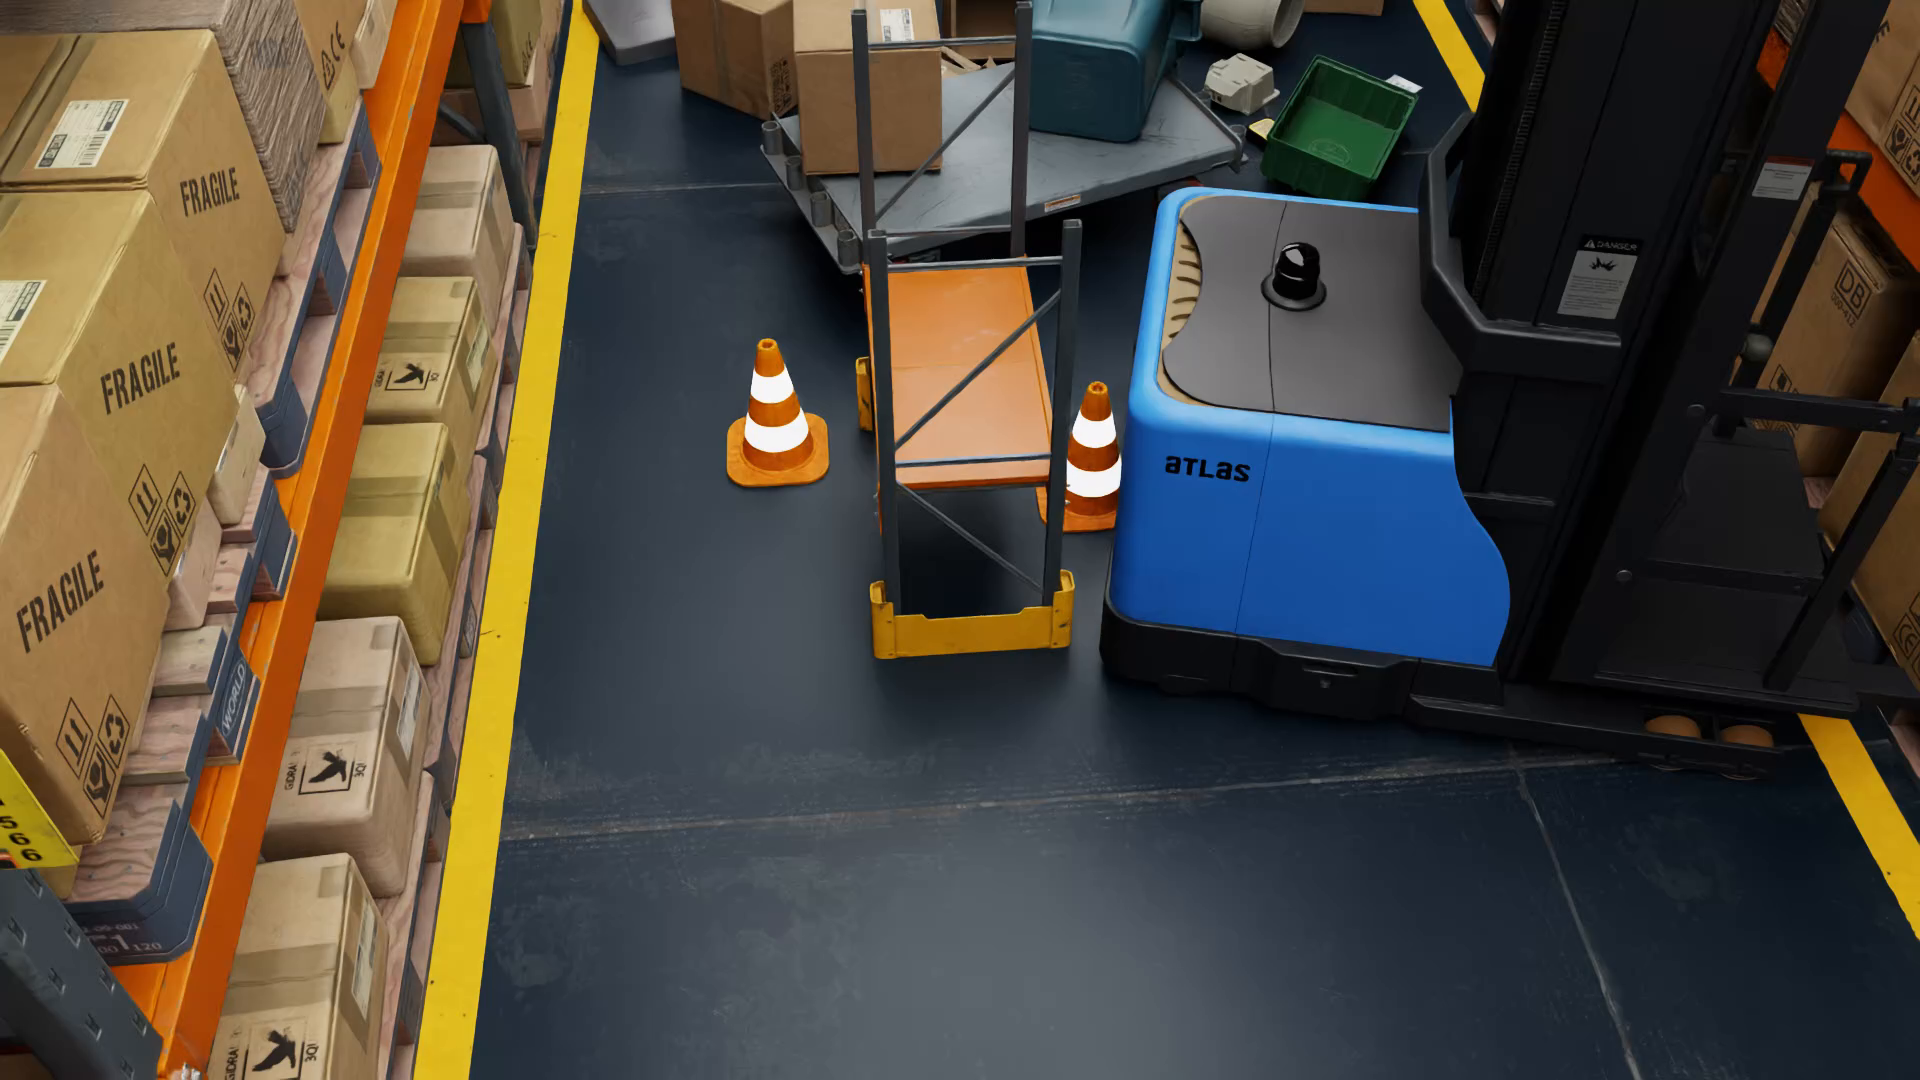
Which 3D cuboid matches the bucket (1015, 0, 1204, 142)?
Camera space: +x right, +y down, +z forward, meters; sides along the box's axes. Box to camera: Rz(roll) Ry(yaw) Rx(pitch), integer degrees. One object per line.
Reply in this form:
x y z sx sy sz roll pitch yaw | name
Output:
0.511 -1.869 6.162 0.726 0.611 0.620 11 58 10 | bucket

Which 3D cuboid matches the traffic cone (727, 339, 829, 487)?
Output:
-0.605 -0.456 5.363 0.336 0.463 0.334 -3 47 -3 | traffic cone

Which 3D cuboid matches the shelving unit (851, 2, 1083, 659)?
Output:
-0.006 -0.571 4.758 0.587 1.500 1.083 -3 47 -3 | shelving unit

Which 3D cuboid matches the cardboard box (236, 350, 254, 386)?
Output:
-1.679 -0.328 3.378 0.380 0.149 0.250 -1 47 -1 | cardboard box

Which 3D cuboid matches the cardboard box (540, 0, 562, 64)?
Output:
-1.940 -2.168 6.842 0.500 0.250 0.500 -1 47 -1 | cardboard box

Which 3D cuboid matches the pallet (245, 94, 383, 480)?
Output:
-1.976 -0.610 3.894 1.003 0.211 1.213 -3 47 -3 | pallet

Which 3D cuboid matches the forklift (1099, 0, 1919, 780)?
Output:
1.971 -0.760 3.951 3.031 2.935 1.130 7 47 7 | forklift

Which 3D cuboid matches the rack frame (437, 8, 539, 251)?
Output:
-2.104 -2.140 5.211 1.000 3.000 0.127 -3 47 -3 | rack frame

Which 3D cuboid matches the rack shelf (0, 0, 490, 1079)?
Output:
-1.937 -0.446 4.102 1.077 0.370 4.000 -3 47 -3 | rack shelf

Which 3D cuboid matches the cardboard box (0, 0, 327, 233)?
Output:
-1.712 -0.989 3.558 0.500 0.500 0.500 -5 47 -5 | cardboard box

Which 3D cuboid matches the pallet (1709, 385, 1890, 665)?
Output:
3.065 -0.117 5.215 1.003 0.211 1.213 -3 47 -3 | pallet

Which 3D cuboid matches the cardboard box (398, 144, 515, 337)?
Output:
-2.058 -1.002 5.653 0.950 0.372 0.625 -3 47 -3 | cardboard box

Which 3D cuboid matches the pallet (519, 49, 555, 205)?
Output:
-2.196 -1.665 6.681 1.003 0.211 1.213 -3 47 -3 | pallet

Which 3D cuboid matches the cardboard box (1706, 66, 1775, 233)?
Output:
2.962 -1.441 5.809 1.050 0.750 0.750 -4 47 -3 | cardboard box

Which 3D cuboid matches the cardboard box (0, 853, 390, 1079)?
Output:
-1.807 1.104 3.659 0.950 0.372 0.625 -6 47 -6 | cardboard box

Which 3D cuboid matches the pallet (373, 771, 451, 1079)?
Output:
-1.833 1.147 4.018 1.003 0.211 1.213 -3 47 -3 | pallet

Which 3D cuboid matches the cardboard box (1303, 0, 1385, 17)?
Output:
1.667 -2.716 7.476 0.500 0.500 0.500 4 47 4 | cardboard box

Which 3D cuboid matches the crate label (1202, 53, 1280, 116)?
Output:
1.167 -1.916 6.970 0.298 0.136 0.250 -36 56 -29 | crate label

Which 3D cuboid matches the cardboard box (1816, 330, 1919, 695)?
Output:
3.117 -0.069 4.510 1.050 0.750 0.750 -3 47 -3 | cardboard box

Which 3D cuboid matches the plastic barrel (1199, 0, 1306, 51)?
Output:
1.196 -2.356 7.189 0.512 0.421 0.421 27 52 23 | plastic barrel

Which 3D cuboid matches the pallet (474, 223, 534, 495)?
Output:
-2.038 -0.618 5.690 1.003 0.211 1.213 -3 47 -3 | pallet

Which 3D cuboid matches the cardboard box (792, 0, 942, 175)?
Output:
-0.333 -1.671 5.967 0.500 0.500 0.500 -3 47 -3 | cardboard box

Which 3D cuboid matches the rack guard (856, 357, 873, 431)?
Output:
-0.048 -0.501 5.553 0.587 0.250 0.087 -3 47 -3 | rack guard

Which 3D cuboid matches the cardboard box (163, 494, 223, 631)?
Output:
-1.578 0.042 3.028 0.380 0.149 0.250 -6 47 -6 | cardboard box

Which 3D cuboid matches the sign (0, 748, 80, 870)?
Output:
-1.217 0.320 2.084 0.100 0.325 0.005 -3 47 -3 | sign

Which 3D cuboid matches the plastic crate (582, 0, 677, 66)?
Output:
-1.418 -2.322 7.394 0.402 0.080 0.583 -19 49 -17 | plastic crate

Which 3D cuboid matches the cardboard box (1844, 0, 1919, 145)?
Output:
2.678 -1.424 4.464 0.500 0.500 0.500 -4 47 -4 | cardboard box

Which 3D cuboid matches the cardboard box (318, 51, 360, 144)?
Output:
-1.715 -1.104 4.113 0.380 0.149 0.250 -4 47 -3 | cardboard box

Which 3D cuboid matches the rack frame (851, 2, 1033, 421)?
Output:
-0.050 -0.945 5.112 0.500 1.500 0.032 -3 47 -3 | rack frame

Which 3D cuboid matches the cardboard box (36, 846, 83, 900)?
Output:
-1.611 0.450 2.642 0.380 0.149 0.250 -6 47 -6 | cardboard box

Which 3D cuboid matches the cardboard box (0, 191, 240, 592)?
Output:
-1.627 -0.243 2.852 0.500 0.500 0.500 -1 47 -1 | cardboard box

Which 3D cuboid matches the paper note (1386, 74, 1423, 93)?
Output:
1.861 -1.925 7.051 0.147 0.020 0.142 -36 56 -29 | paper note

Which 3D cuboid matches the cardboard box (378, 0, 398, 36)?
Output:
-1.724 -1.466 4.457 0.380 0.149 0.250 -4 47 -4 | cardboard box

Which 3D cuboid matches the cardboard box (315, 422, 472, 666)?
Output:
-1.934 0.021 4.684 0.950 0.372 0.625 -2 47 -2 | cardboard box
